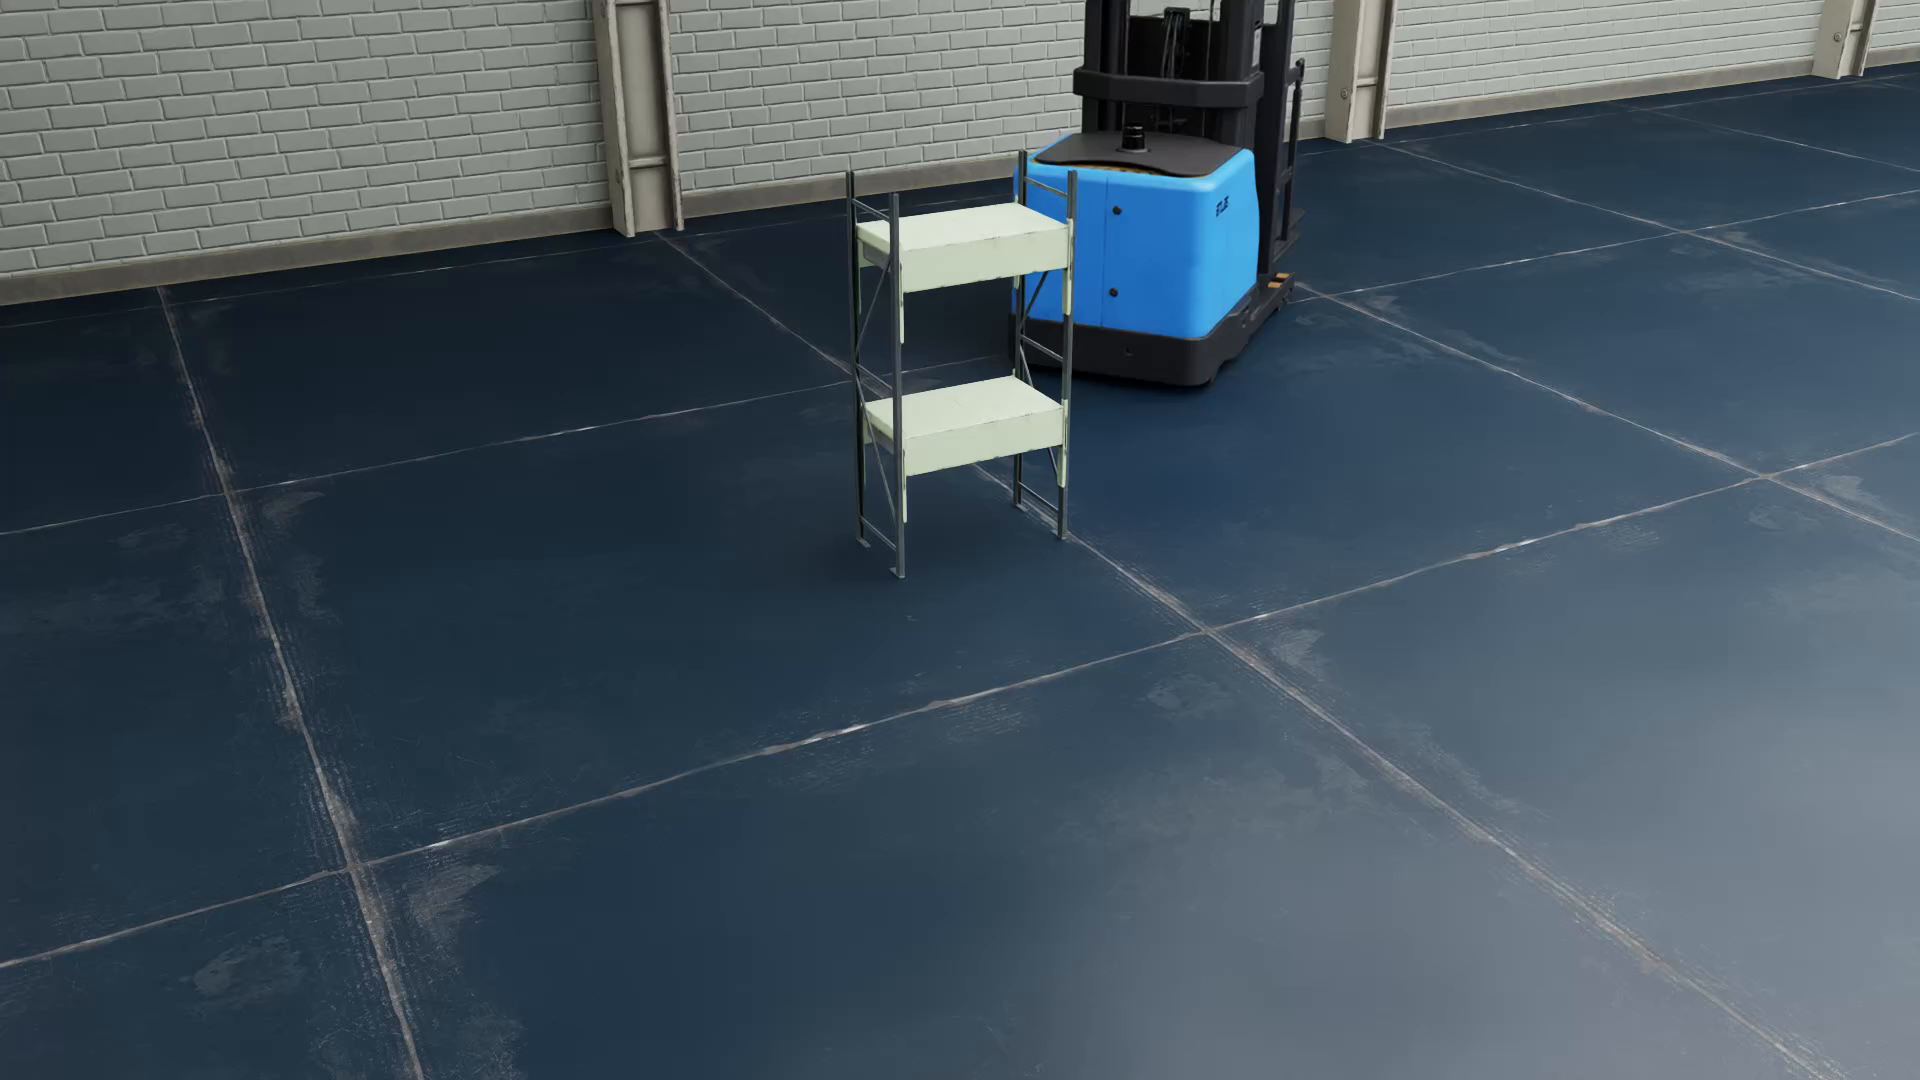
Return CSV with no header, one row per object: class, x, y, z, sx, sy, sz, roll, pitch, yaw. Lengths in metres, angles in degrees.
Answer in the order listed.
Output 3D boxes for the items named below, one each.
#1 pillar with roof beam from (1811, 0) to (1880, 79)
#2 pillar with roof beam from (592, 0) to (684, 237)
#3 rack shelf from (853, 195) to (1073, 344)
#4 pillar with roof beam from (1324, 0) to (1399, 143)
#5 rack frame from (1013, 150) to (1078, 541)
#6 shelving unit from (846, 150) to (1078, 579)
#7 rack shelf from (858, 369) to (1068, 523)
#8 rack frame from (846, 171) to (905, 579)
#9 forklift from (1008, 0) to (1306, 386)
pillar with roof beam,10.538,-6.935,10.797,0.400,9.000,9.100,-13,29,-25
pillar with roof beam,-0.050,-4.491,5.706,0.400,9.000,9.100,-13,29,-25
rack shelf,0.006,-1.029,6.259,0.720,0.370,0.431,-13,29,-25
pillar with roof beam,5.244,-5.713,8.252,0.400,9.000,9.100,-13,29,-25
rack frame,0.329,-0.752,6.583,0.023,1.500,0.400,-13,29,-25
shelving unit,0.006,-0.677,6.428,0.755,1.500,0.431,-13,29,-25
rack shelf,0.006,-0.384,6.569,0.720,0.370,0.431,-13,29,-25
rack frame,-0.317,-0.603,6.273,0.023,1.500,0.400,-13,29,-25
forklift,1.295,-2.688,8.963,1.130,2.935,3.031,11,28,21
